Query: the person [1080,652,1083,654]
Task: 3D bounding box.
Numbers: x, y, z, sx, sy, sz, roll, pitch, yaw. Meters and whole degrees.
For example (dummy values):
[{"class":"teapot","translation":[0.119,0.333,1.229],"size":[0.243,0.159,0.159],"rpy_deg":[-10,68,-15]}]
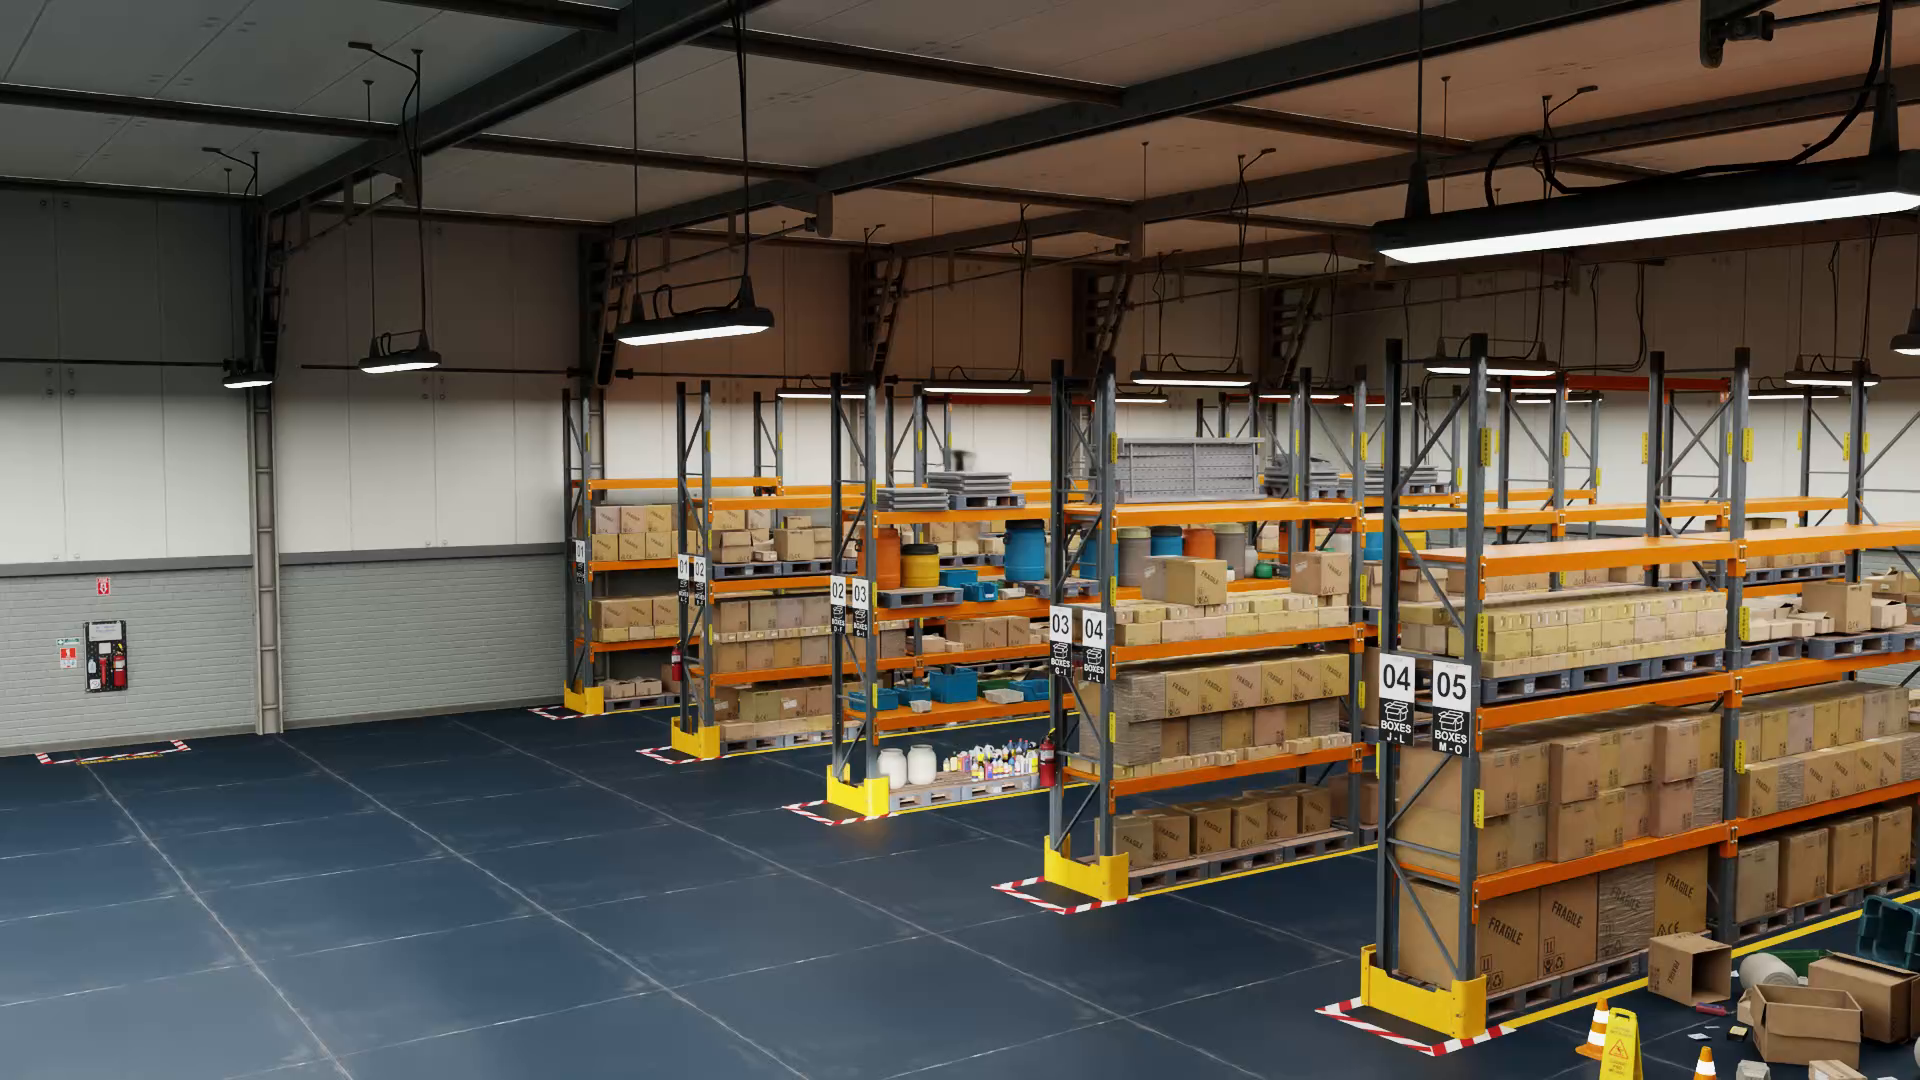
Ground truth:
[{"class":"person","translation":[2.597,2.162,34.098],"size":[0.897,1.687,0.579],"rpy_deg":[-2,4,-29]}]
